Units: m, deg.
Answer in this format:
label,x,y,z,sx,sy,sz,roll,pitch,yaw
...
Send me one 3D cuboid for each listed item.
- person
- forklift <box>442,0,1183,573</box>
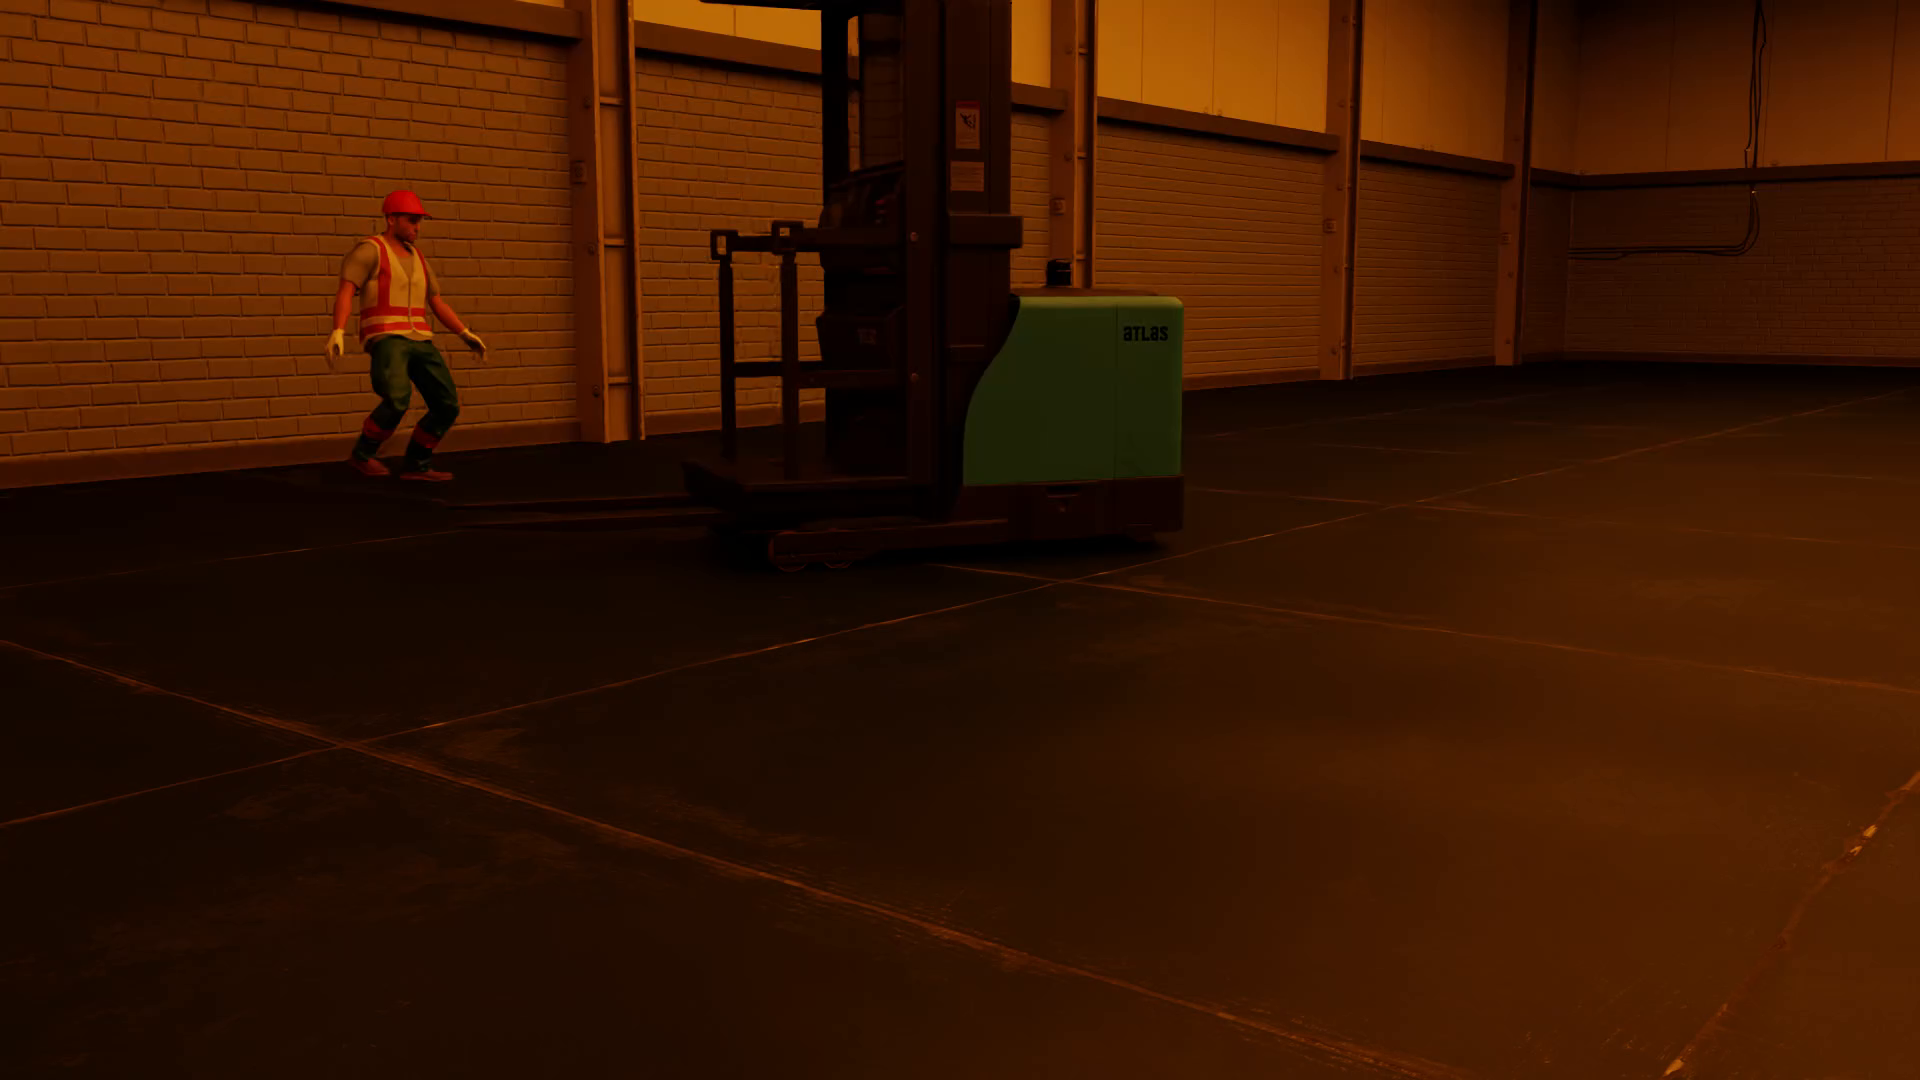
label,x,y,z,sx,sy,sz,roll,pitch,yaw
person,-3.134,-1.120,9.362,0.599,1.669,0.967,5,10,31
forklift,-0.600,-1.409,6.908,3.031,2.935,1.130,-3,9,-22
